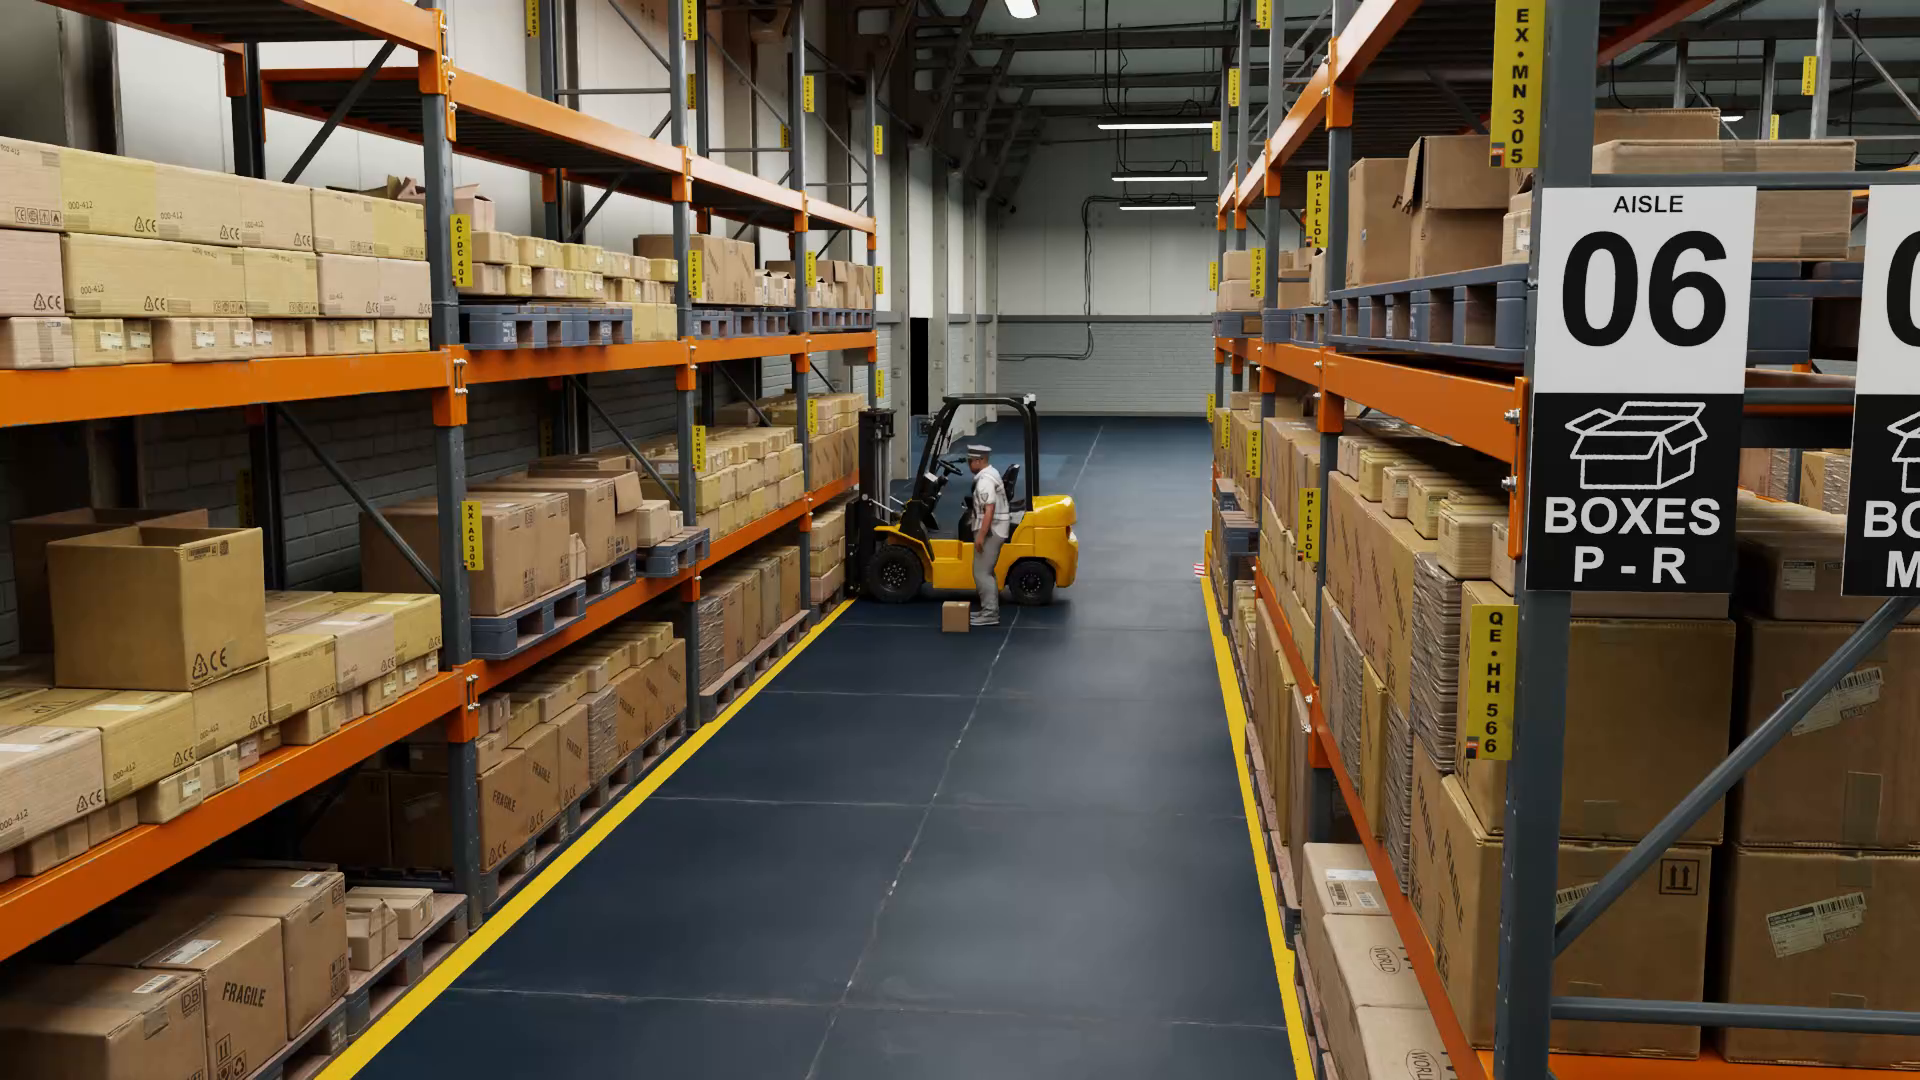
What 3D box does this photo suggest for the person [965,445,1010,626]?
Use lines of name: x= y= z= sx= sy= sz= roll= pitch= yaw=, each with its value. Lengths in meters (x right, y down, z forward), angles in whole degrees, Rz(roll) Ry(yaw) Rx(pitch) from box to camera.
person: x=0.268 y=-0.053 z=16.163 sx=0.433 sy=1.748 sz=0.595 roll=1 pitch=8 yaw=5
